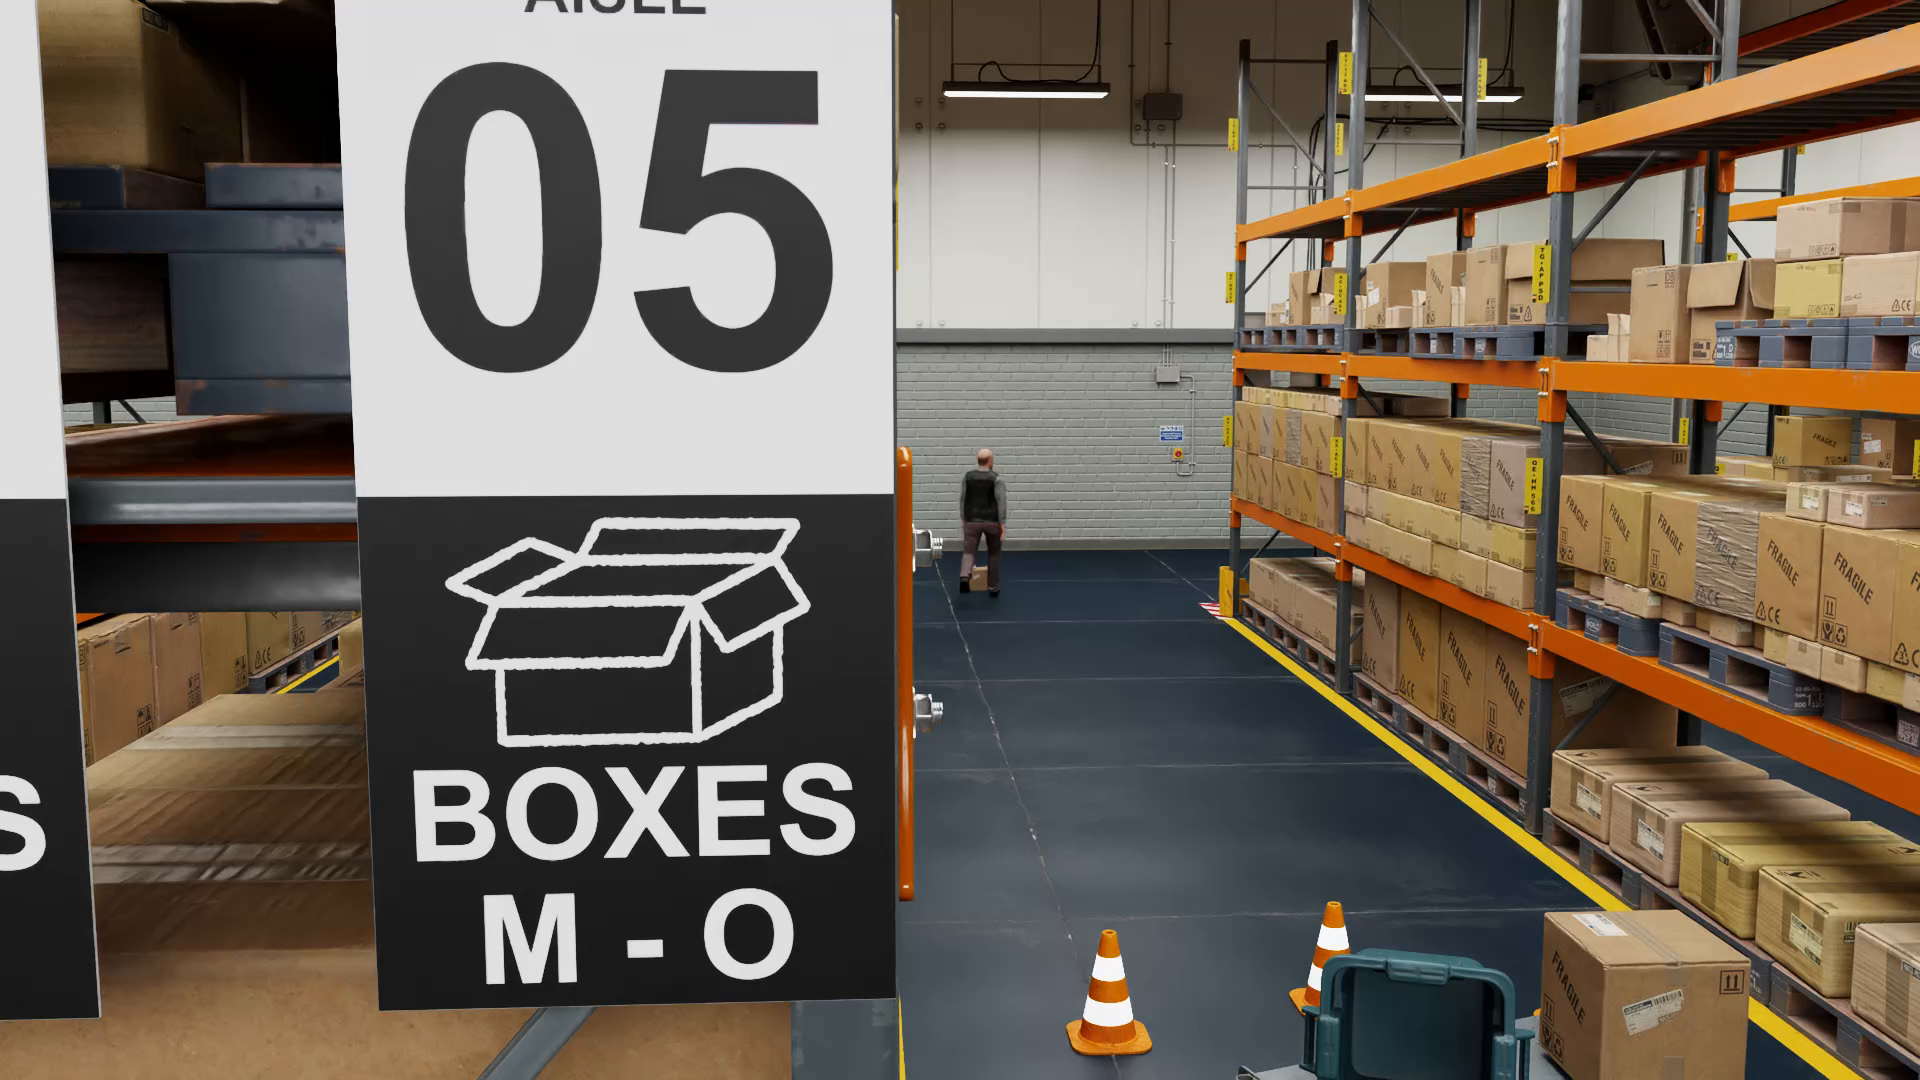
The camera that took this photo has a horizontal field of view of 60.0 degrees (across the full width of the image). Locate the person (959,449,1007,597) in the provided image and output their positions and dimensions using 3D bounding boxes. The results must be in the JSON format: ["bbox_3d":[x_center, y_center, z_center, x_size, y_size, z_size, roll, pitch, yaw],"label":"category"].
[{"bbox_3d":[0.261,-0.178,18.831,0.554,1.701,0.873,1,7,12],"label":"person"}]
